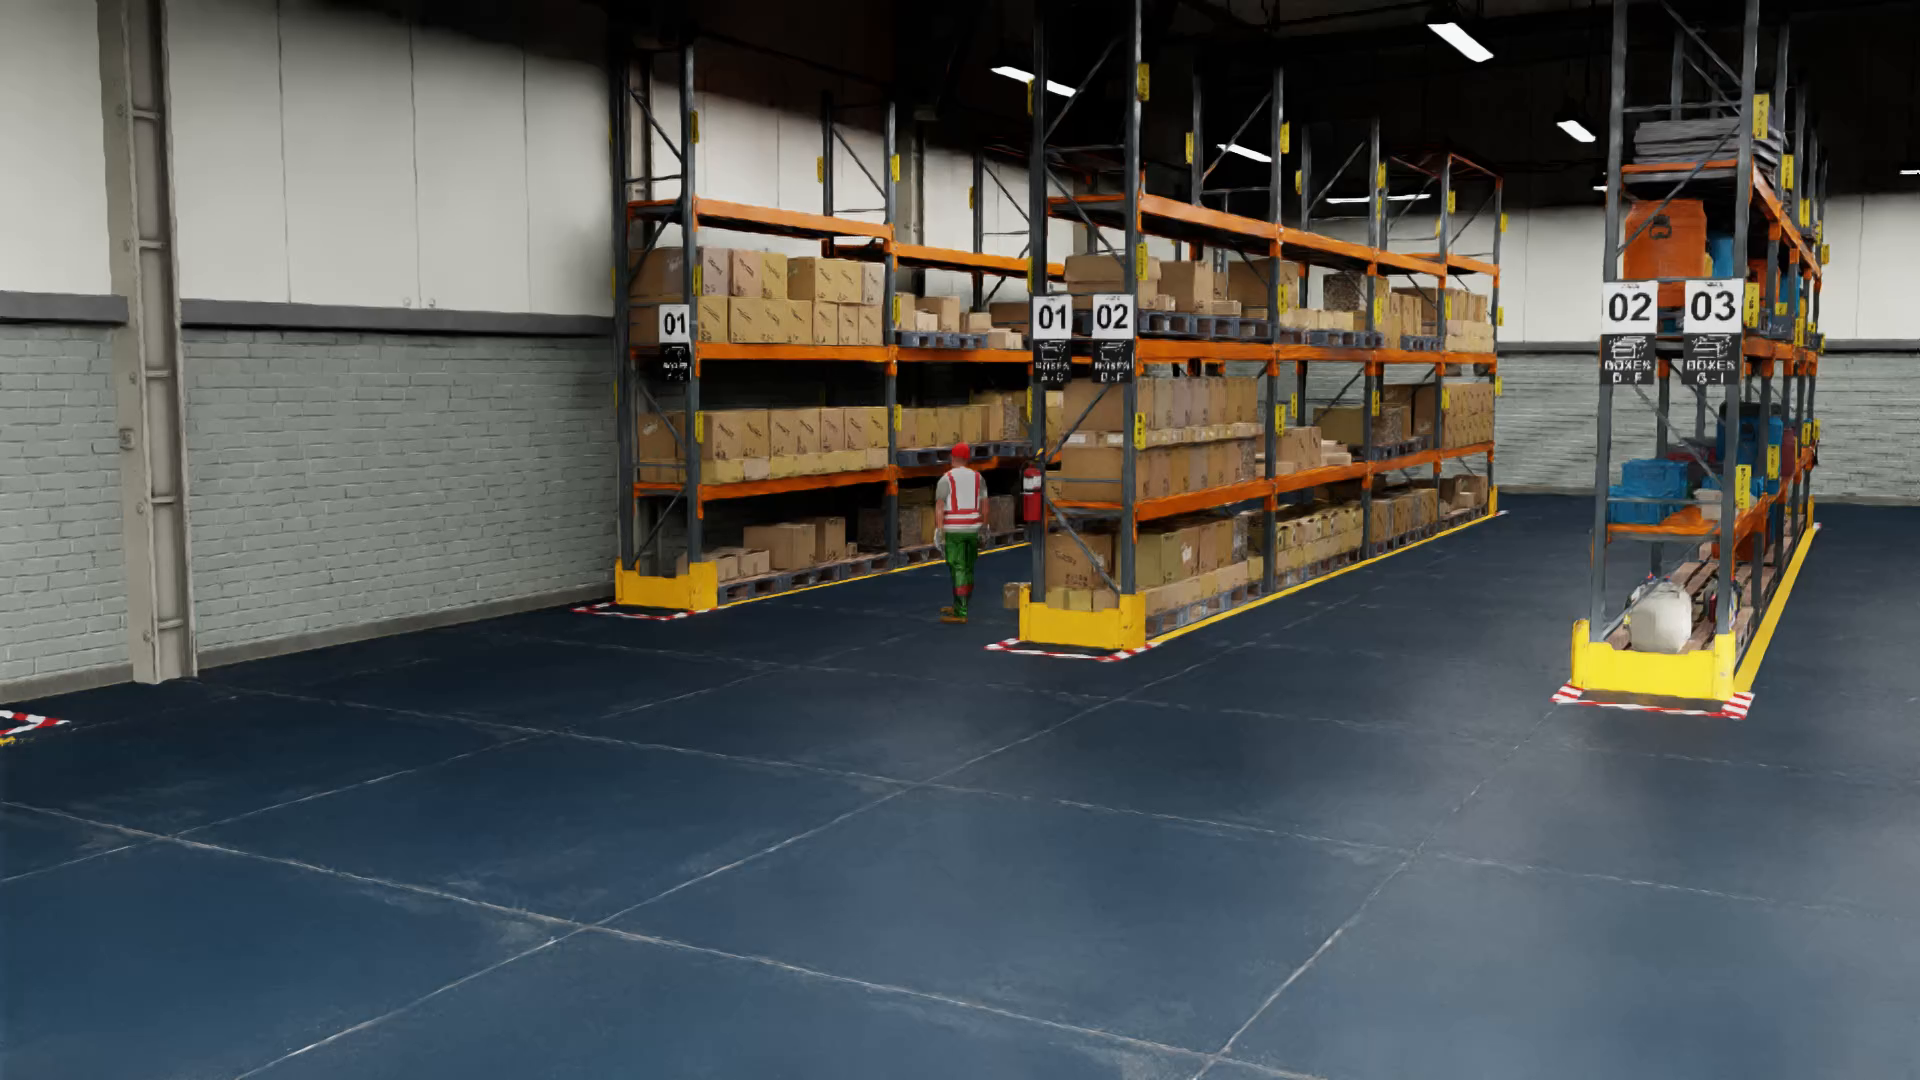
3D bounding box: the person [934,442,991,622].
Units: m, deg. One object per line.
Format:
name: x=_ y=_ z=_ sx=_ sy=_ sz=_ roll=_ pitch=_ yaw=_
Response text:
person: x=-0.004 y=-0.092 z=16.787 sx=0.687 sy=1.785 sz=0.615 roll=-4 pitch=7 yaw=-33
